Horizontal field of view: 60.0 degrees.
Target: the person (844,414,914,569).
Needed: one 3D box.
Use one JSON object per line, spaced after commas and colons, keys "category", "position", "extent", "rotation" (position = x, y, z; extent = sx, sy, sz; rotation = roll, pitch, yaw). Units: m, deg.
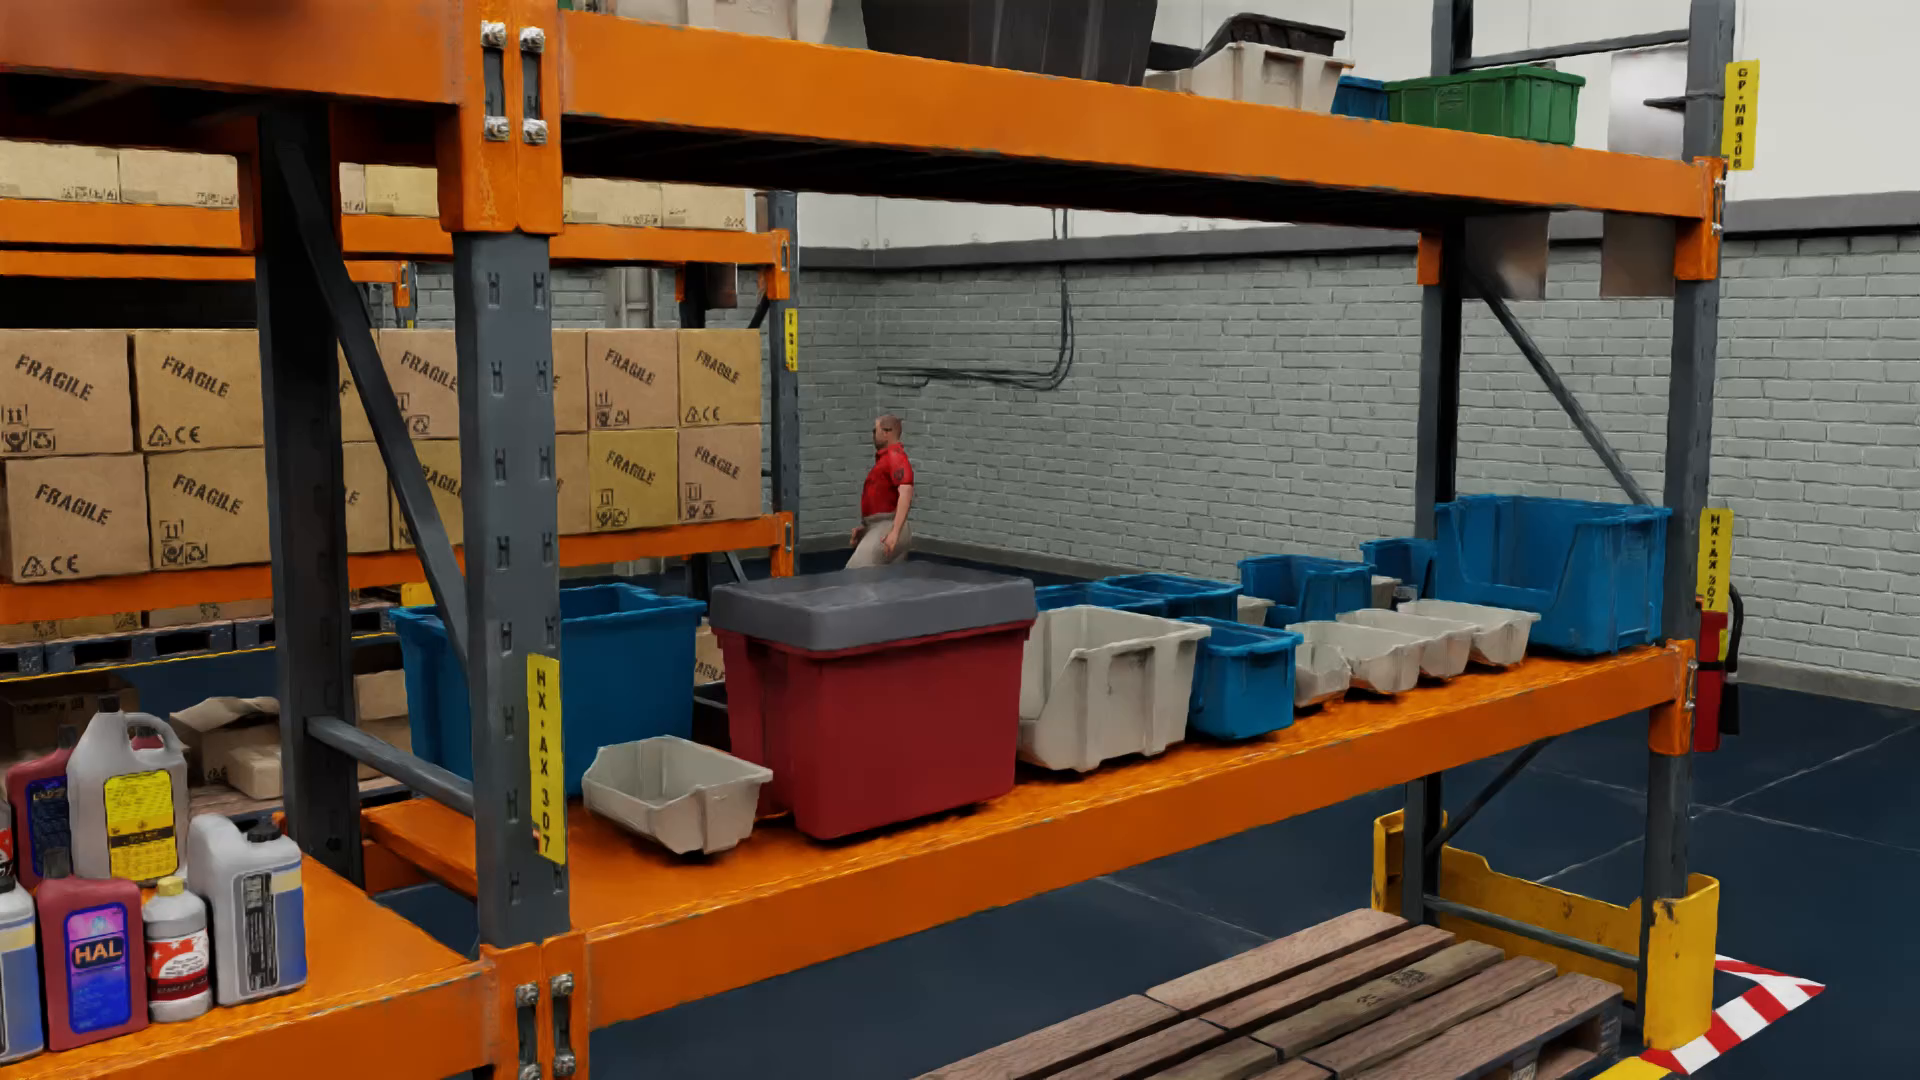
{"category": "person", "position": [-0.556, -0.024, 11.601], "extent": [0.520, 1.693, 0.703], "rotation": [0, 7, -1]}
